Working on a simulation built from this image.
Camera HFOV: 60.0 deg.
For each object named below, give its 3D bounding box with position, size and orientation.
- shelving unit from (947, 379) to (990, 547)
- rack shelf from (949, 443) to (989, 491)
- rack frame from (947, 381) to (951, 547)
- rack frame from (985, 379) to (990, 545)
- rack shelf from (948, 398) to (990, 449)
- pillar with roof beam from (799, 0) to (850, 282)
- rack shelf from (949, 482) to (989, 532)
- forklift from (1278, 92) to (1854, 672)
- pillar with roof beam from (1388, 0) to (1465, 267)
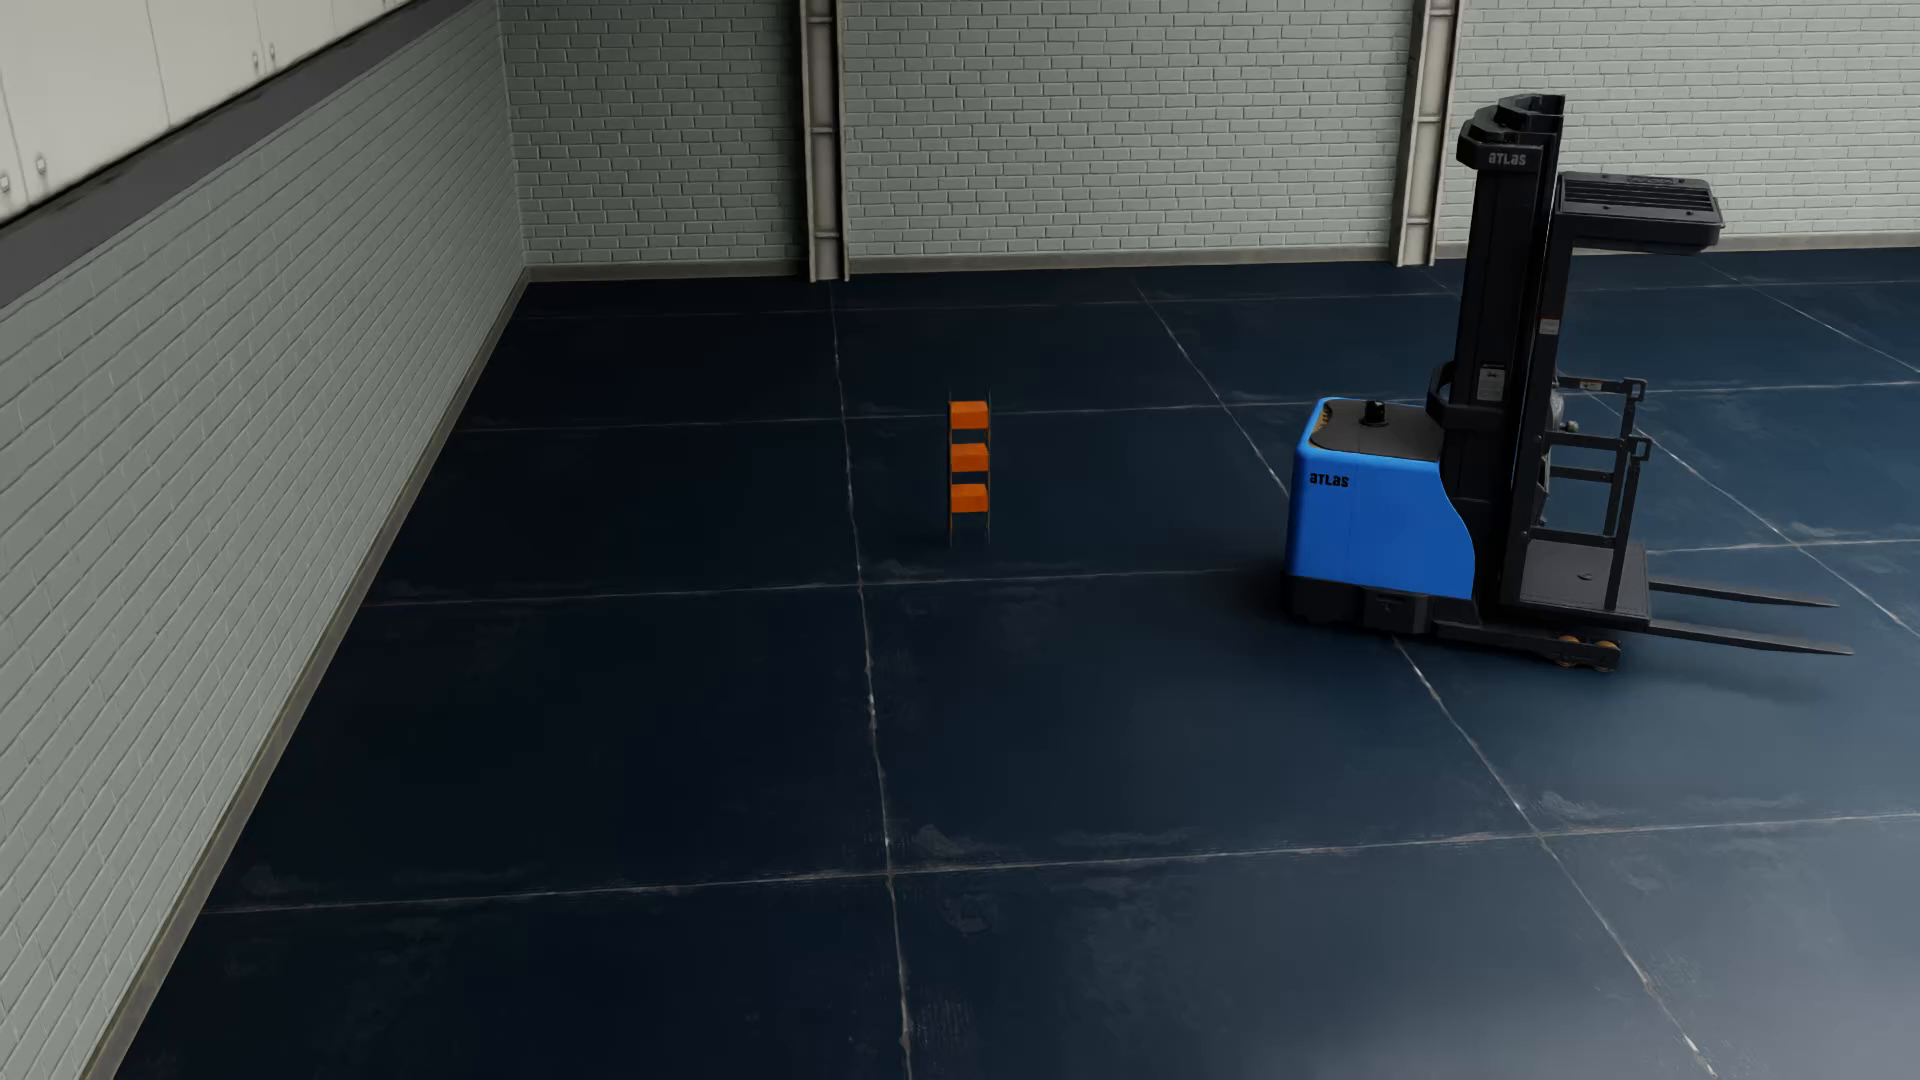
[{"bbox_3d":[0.053,-0.482,10.542,0.252,1.050,0.215,-2,24,-5],"label":"shelving unit"},{"bbox_3d":[0.053,-0.472,10.546,0.240,0.259,0.215,-2,24,-5],"label":"rack shelf"},{"bbox_3d":[-0.068,-0.477,10.531,0.008,1.050,0.200,-2,24,-5],"label":"rack frame"},{"bbox_3d":[0.175,-0.487,10.553,0.008,1.050,0.200,-2,24,-5],"label":"rack frame"},{"bbox_3d":[0.053,-0.732,10.431,0.240,0.259,0.215,-2,24,-5],"label":"rack shelf"},{"bbox_3d":[-0.888,-5.003,10.926,0.400,9.000,9.100,-2,24,-5],"label":"pillar with roof beam"},{"bbox_3d":[0.053,-0.218,10.659,0.240,0.259,0.215,-2,24,-5],"label":"rack shelf"},{"bbox_3d":[3.432,-0.858,9.073,3.031,2.935,1.130,8,25,17],"label":"forklift"},{"bbox_3d":[5.083,-5.242,11.464,0.400,9.000,9.100,-2,24,-5],"label":"pillar with roof beam"}]
